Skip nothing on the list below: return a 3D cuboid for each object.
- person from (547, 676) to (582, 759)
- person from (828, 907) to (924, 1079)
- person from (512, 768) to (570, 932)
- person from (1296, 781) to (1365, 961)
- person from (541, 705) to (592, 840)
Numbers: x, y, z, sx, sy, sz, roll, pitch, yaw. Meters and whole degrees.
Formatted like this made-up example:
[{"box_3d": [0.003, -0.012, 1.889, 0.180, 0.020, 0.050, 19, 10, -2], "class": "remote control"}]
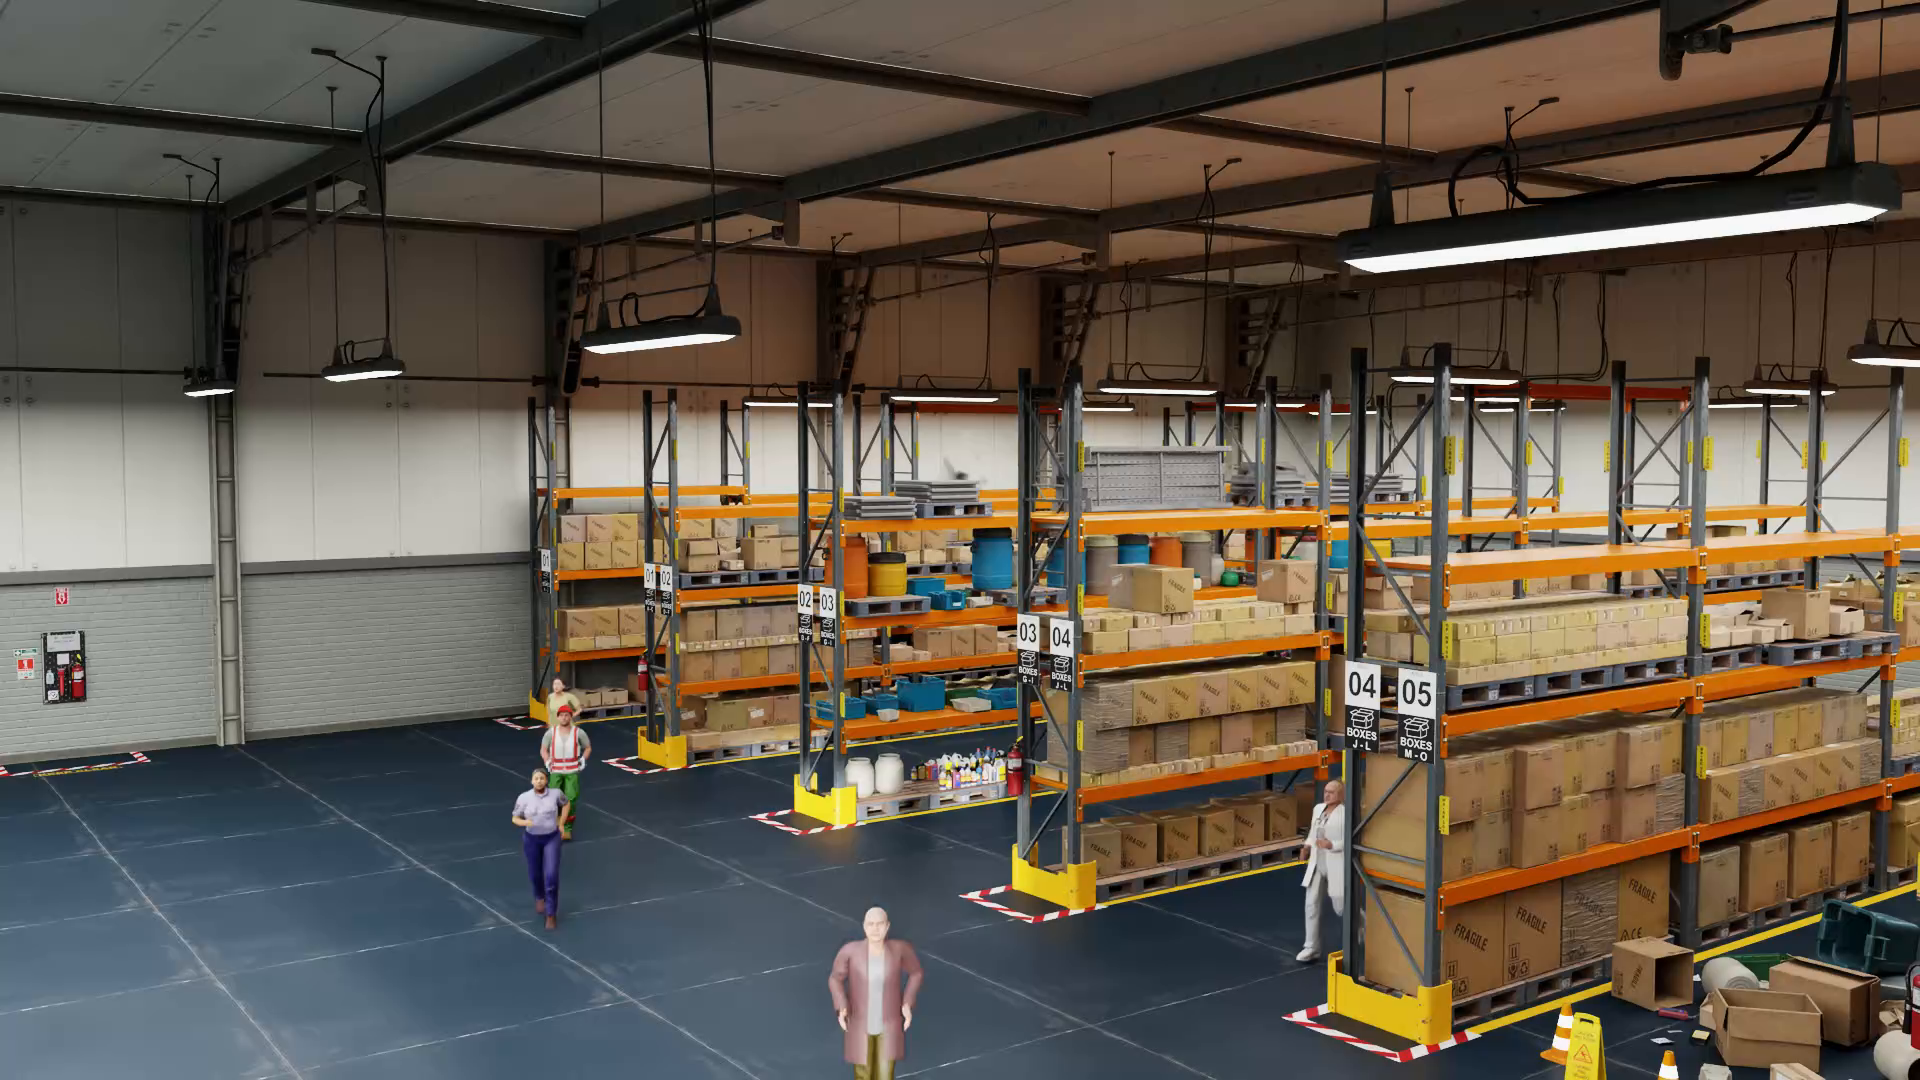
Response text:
[{"box_3d": [-5.893, 2.861, 24.746, 0.572, 1.702, 0.840, 0, 3, 1], "class": "person"}, {"box_3d": [-0.618, 3.573, 12.272, 0.711, 1.754, 0.877, 0, 3, -1], "class": "person"}, {"box_3d": [-4.502, 3.294, 17.885, 0.593, 1.692, 0.816, -1, 3, -9], "class": "person"}, {"box_3d": [3.716, 3.285, 16.657, 1.020, 1.754, 0.715, -3, 5, -44], "class": "person"}, {"box_3d": [-5.136, 3.014, 21.671, 0.654, 1.736, 0.621, 0, 3, -8], "class": "person"}]
